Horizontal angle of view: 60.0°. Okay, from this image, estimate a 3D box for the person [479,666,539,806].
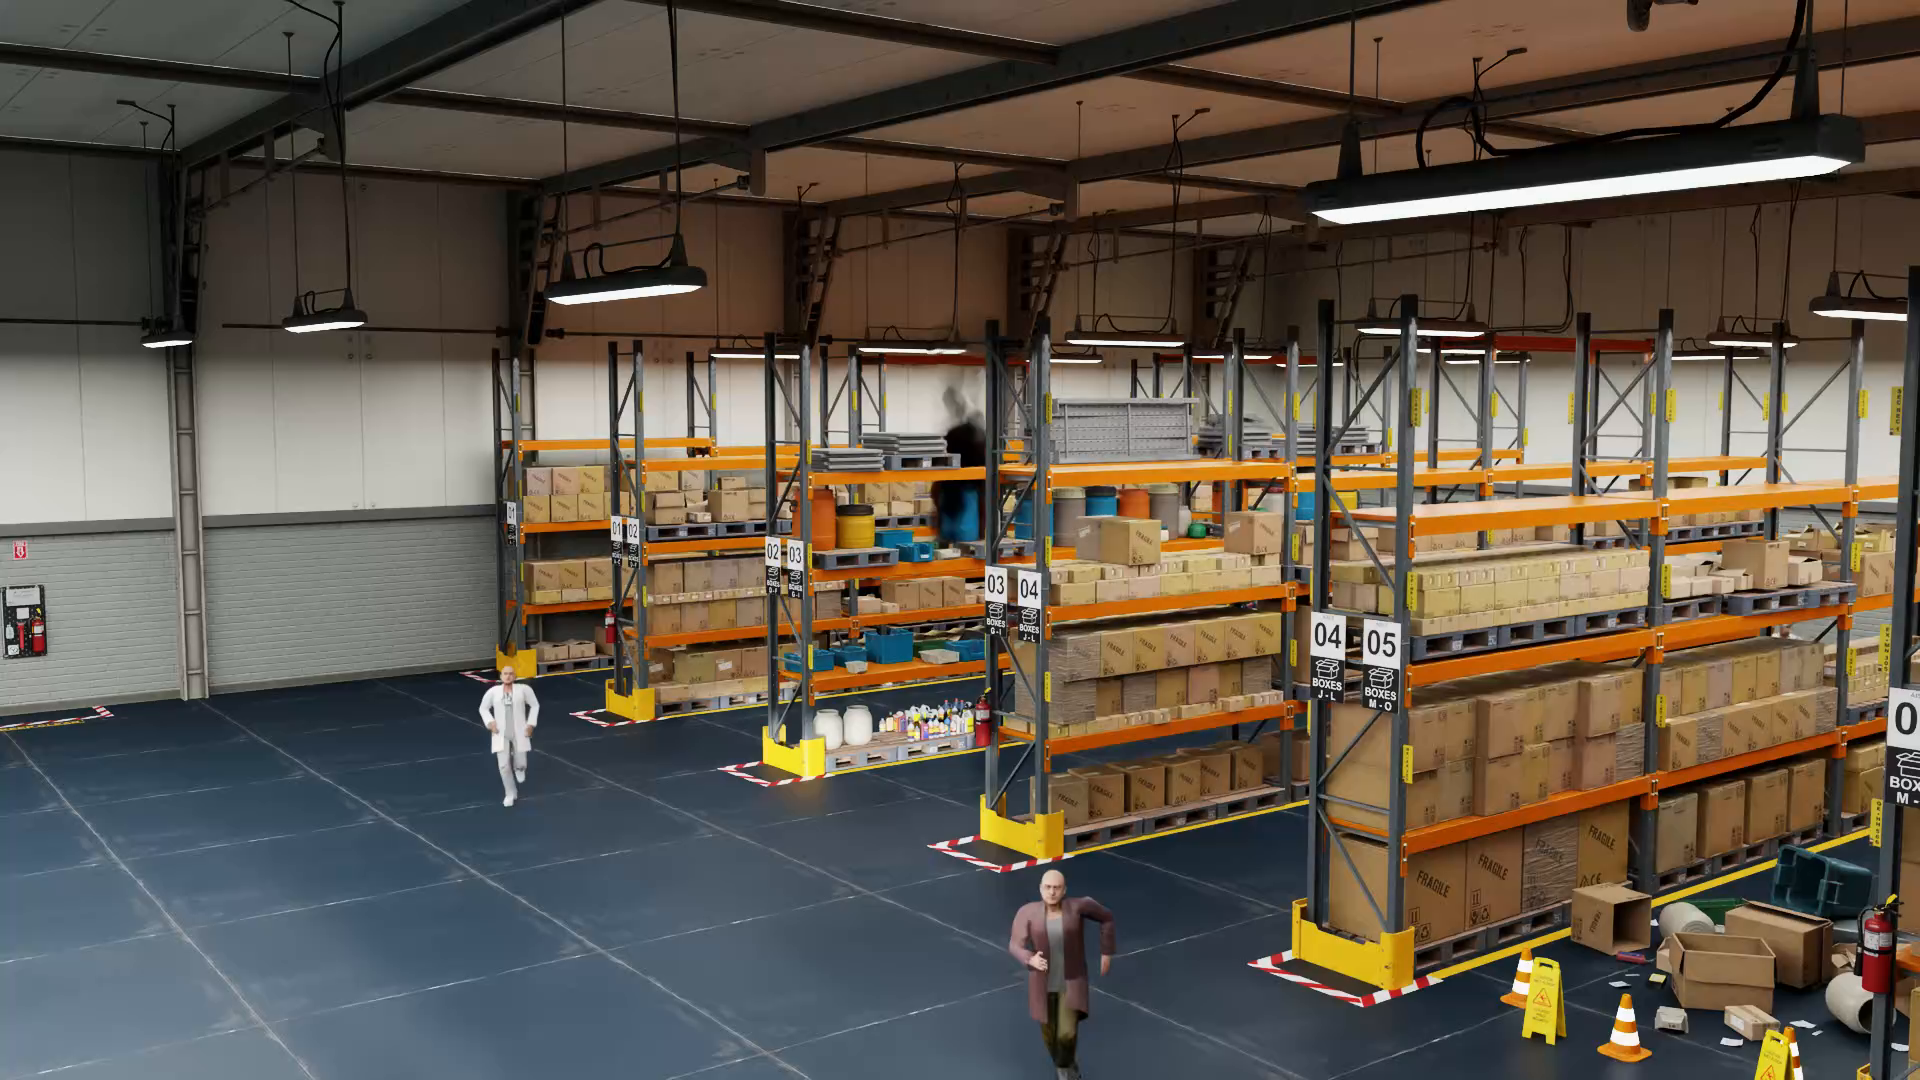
[{"bbox_3d":[-5.729,2.554,21.162,0.741,1.538,0.710,-1,5,-16],"label":"person"}]

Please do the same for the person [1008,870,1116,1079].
[{"bbox_3d":[0.732,3.232,12.048,0.759,1.727,0.793,1,5,9],"label":"person"}]

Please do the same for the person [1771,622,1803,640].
[{"bbox_3d":[12.821,2.043,25.817,0.653,1.744,0.749,4,7,41],"label":"person"}]
